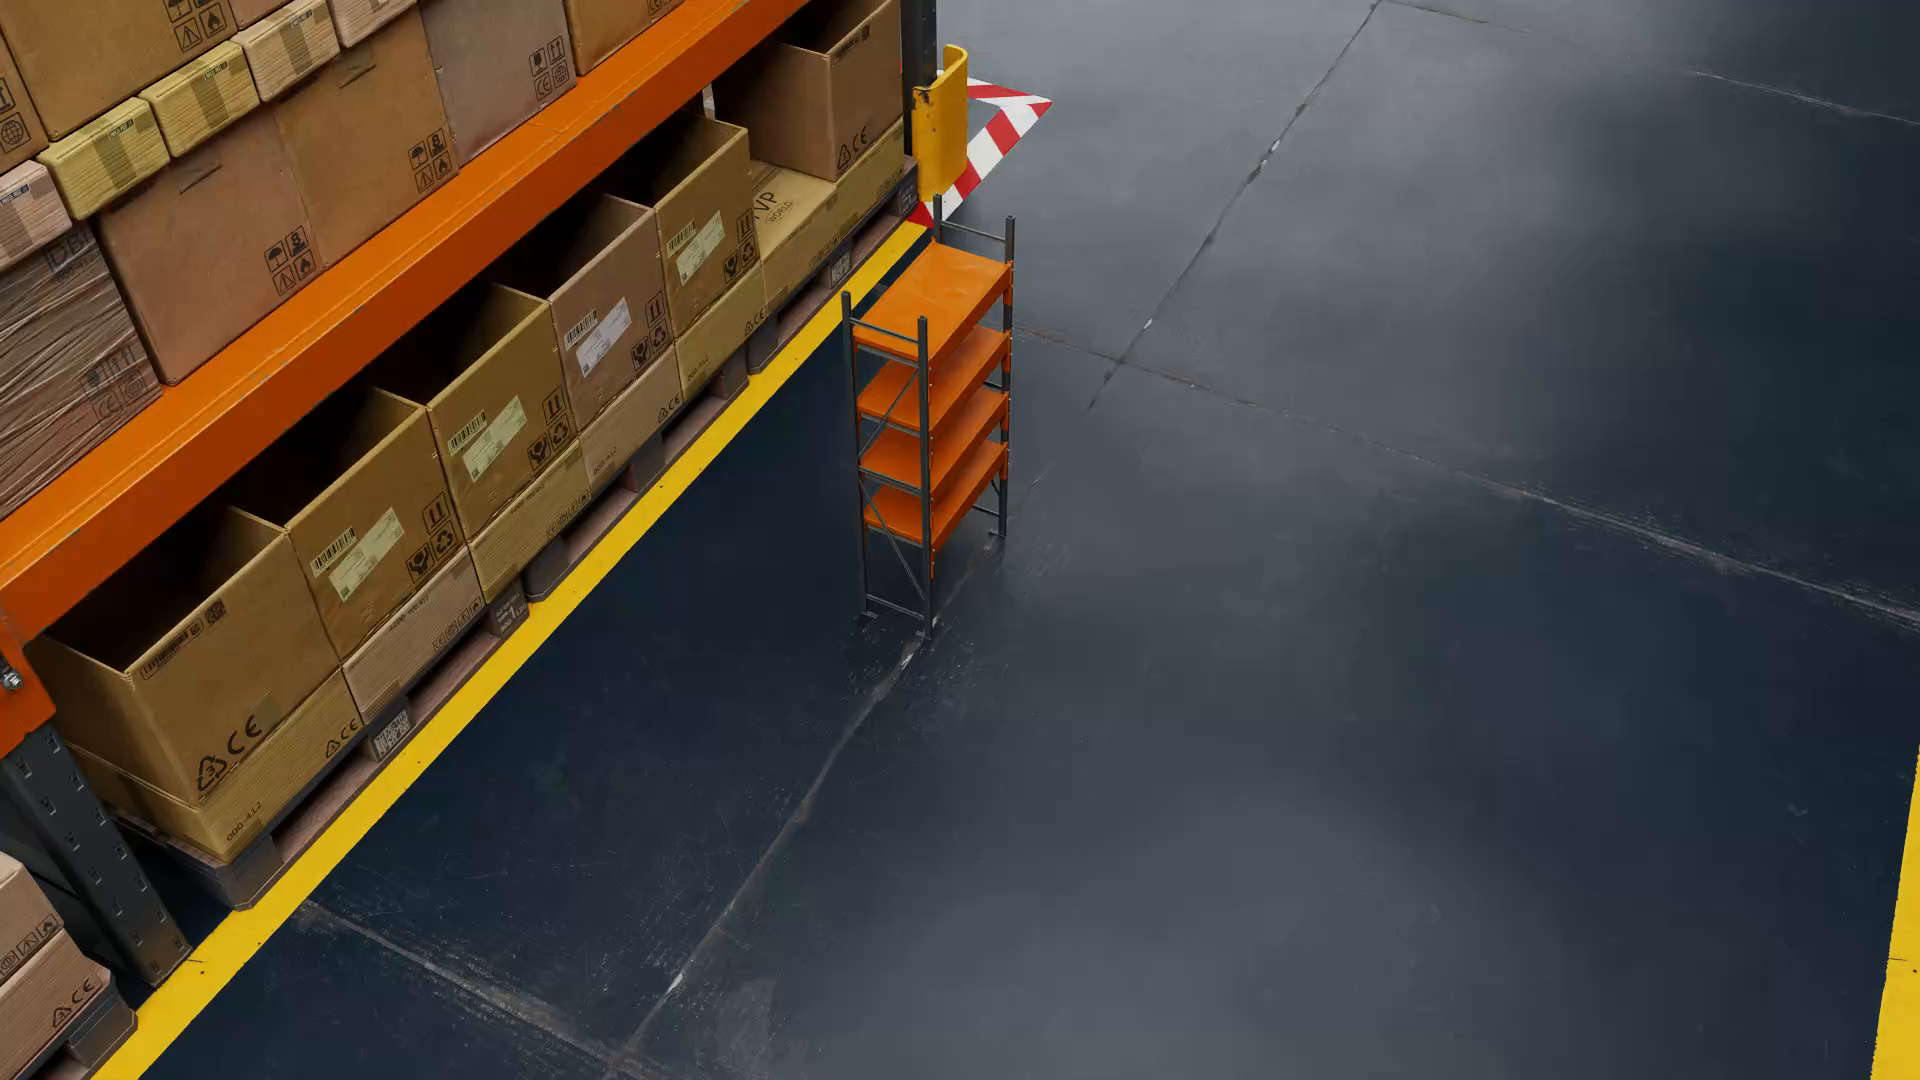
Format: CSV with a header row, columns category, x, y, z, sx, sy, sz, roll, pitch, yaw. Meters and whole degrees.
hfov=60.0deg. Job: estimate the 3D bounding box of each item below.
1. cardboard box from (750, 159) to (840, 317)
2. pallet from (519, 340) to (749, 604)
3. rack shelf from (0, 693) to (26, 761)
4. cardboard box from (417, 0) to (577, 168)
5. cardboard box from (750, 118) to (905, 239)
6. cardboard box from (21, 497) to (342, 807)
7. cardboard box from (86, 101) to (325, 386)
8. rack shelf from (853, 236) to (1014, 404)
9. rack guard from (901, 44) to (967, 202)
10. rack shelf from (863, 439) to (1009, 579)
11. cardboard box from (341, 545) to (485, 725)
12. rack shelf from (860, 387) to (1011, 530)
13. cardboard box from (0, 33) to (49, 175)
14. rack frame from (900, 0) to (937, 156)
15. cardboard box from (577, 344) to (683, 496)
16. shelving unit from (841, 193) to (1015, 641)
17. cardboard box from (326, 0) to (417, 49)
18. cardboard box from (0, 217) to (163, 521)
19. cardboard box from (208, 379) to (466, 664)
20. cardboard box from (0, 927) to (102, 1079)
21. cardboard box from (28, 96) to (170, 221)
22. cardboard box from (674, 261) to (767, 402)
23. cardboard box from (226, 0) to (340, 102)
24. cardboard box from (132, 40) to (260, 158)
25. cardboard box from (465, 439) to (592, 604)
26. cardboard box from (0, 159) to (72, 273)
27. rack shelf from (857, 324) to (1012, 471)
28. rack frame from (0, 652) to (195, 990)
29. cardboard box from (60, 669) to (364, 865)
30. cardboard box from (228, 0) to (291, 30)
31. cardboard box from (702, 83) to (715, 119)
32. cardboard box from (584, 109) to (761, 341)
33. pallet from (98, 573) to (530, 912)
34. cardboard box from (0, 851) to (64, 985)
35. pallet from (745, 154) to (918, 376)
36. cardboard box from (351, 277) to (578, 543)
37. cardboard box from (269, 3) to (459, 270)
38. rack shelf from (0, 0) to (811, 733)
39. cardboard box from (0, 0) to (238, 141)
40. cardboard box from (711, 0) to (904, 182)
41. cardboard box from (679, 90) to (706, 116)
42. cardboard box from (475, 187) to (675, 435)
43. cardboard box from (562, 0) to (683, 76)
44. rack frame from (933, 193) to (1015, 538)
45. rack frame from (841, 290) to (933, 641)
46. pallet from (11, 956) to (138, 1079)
category,x,y,z,sx,sy,sz,roll,pitch,yaw
cardboard box,-0.766,-1.085,5.851,0.500,0.250,0.500,20,49,19
pallet,-1.443,-0.417,5.513,1.003,0.211,1.213,20,49,19
rack shelf,-3.343,1.374,2.288,1.077,0.370,4.000,20,49,19
cardboard box,-1.502,-1.427,4.481,0.700,0.500,0.500,22,49,20
cardboard box,-0.545,-1.404,6.167,0.500,0.250,0.500,20,49,19
cardboard box,-1.922,0.228,4.026,0.500,0.500,0.500,20,49,19
cardboard box,-1.975,-0.790,3.851,0.700,0.500,0.500,20,49,19
rack shelf,-0.077,-0.594,4.441,0.258,0.148,0.480,20,49,19
rack guard,-0.546,-1.795,6.672,1.175,0.500,0.348,20,49,19
rack shelf,-0.077,-0.131,4.909,0.258,0.148,0.480,20,49,19
cardboard box,-1.694,0.175,4.606,0.500,0.250,0.500,20,49,19
rack shelf,-0.077,-0.270,4.768,0.258,0.148,0.480,20,49,19
cardboard box,-2.214,-0.911,3.059,0.700,0.500,0.500,21,49,19
rack frame,-0.557,-2.658,5.768,1.000,3.000,0.127,20,49,19
cardboard box,-1.230,-0.455,5.229,0.500,0.250,0.500,20,49,19
shelving unit,-0.077,-0.317,4.720,0.258,1.200,0.503,20,49,19
cardboard box,-1.523,-1.320,3.919,0.380,0.149,0.250,19,48,18
cardboard box,-2.214,-0.455,3.521,0.700,0.500,0.500,19,48,18
cardboard box,-1.696,-0.089,4.340,0.500,0.500,0.500,20,49,19
cardboard box,-2.350,1.037,3.754,0.500,0.250,0.500,20,49,19
cardboard box,-1.883,-0.828,3.433,0.380,0.149,0.250,19,48,18
cardboard box,-0.997,-0.769,5.539,0.500,0.250,0.500,20,49,19
cardboard box,-1.645,-1.151,3.752,0.380,0.149,0.250,19,48,18
cardboard box,-1.763,-0.994,3.597,0.380,0.149,0.250,20,49,19
cardboard box,-1.457,-0.138,4.915,0.500,0.250,0.500,20,49,19
cardboard box,-2.002,-0.665,3.272,0.380,0.149,0.250,21,49,20
rack shelf,-0.077,-0.427,4.609,0.258,0.148,0.480,20,49,19
rack frame,-2.414,-0.138,3.278,1.000,3.000,0.127,20,49,19
cardboard box,-1.930,0.488,4.296,0.500,0.250,0.500,20,49,19
cardboard box,-1.747,-1.545,3.686,0.700,0.500,0.500,20,49,19
cardboard box,-1.003,-1.575,6.336,0.500,0.250,0.500,20,49,19
cardboard box,-0.994,-1.032,5.272,0.500,0.500,0.500,20,49,19
pallet,-2.008,0.355,4.751,1.003,0.211,1.213,20,49,19
cardboard box,-2.348,0.833,3.561,0.500,0.311,0.500,20,49,19
pallet,-0.875,-1.183,6.270,1.003,0.211,1.213,20,49,19
cardboard box,-1.457,-0.402,4.649,0.500,0.500,0.500,20,49,19
cardboard box,-1.738,-1.104,4.162,0.700,0.500,0.500,21,49,20
rack shelf,-1.486,-1.145,4.779,1.077,0.370,4.000,20,49,19
cardboard box,-1.980,-1.230,3.374,0.700,0.500,0.500,20,49,19
cardboard box,-0.543,-1.667,5.899,0.500,0.500,0.500,20,49,19
cardboard box,-1.234,-1.523,5.757,0.500,0.500,0.500,20,49,19
cardboard box,-1.227,-0.718,4.961,0.500,0.500,0.500,20,49,19
cardboard box,-1.261,-1.760,4.810,0.700,0.500,0.500,21,49,19
rack frame,0.036,-0.471,4.872,0.240,1.200,0.015,20,49,19
rack frame,-0.190,-0.164,4.568,0.240,1.200,0.015,20,49,19
pallet,-2.722,1.319,3.798,1.003,0.211,1.213,20,49,19
